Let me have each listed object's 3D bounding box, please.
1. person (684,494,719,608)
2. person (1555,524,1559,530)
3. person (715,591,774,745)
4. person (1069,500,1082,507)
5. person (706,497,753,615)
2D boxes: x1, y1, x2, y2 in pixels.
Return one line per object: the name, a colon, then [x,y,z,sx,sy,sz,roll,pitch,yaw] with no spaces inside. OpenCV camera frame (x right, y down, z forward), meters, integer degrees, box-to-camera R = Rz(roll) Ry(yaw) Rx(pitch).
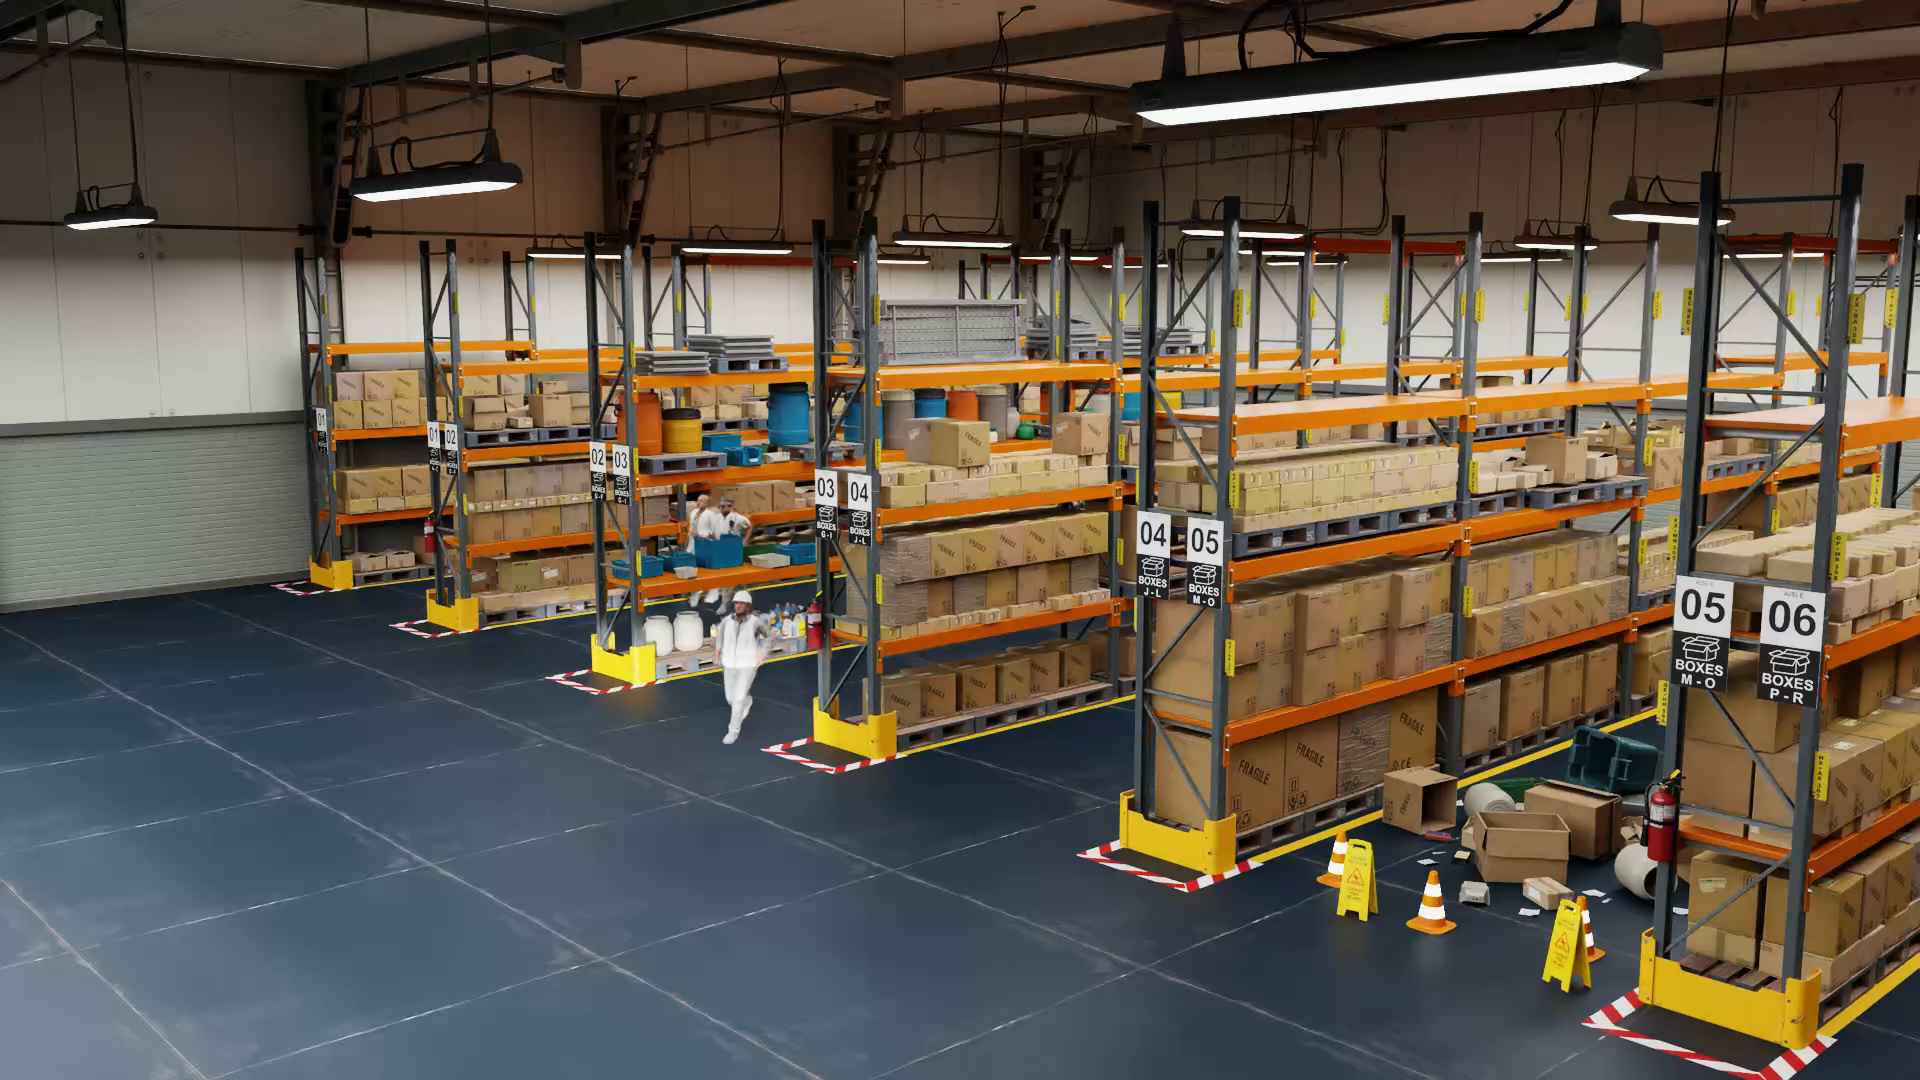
person: [-4.119,0.175,26.405,0.673,1.801,0.772,4,9,23]
person: [9.577,0.505,26.614,0.537,1.551,0.622,7,11,40]
person: [-2.552,1.460,19.573,0.689,1.760,0.862,2,9,13]
person: [2.306,-0.488,32.649,0.654,1.824,0.749,5,10,32]
person: [-3.620,0.208,26.139,0.608,1.814,0.878,7,11,38]
